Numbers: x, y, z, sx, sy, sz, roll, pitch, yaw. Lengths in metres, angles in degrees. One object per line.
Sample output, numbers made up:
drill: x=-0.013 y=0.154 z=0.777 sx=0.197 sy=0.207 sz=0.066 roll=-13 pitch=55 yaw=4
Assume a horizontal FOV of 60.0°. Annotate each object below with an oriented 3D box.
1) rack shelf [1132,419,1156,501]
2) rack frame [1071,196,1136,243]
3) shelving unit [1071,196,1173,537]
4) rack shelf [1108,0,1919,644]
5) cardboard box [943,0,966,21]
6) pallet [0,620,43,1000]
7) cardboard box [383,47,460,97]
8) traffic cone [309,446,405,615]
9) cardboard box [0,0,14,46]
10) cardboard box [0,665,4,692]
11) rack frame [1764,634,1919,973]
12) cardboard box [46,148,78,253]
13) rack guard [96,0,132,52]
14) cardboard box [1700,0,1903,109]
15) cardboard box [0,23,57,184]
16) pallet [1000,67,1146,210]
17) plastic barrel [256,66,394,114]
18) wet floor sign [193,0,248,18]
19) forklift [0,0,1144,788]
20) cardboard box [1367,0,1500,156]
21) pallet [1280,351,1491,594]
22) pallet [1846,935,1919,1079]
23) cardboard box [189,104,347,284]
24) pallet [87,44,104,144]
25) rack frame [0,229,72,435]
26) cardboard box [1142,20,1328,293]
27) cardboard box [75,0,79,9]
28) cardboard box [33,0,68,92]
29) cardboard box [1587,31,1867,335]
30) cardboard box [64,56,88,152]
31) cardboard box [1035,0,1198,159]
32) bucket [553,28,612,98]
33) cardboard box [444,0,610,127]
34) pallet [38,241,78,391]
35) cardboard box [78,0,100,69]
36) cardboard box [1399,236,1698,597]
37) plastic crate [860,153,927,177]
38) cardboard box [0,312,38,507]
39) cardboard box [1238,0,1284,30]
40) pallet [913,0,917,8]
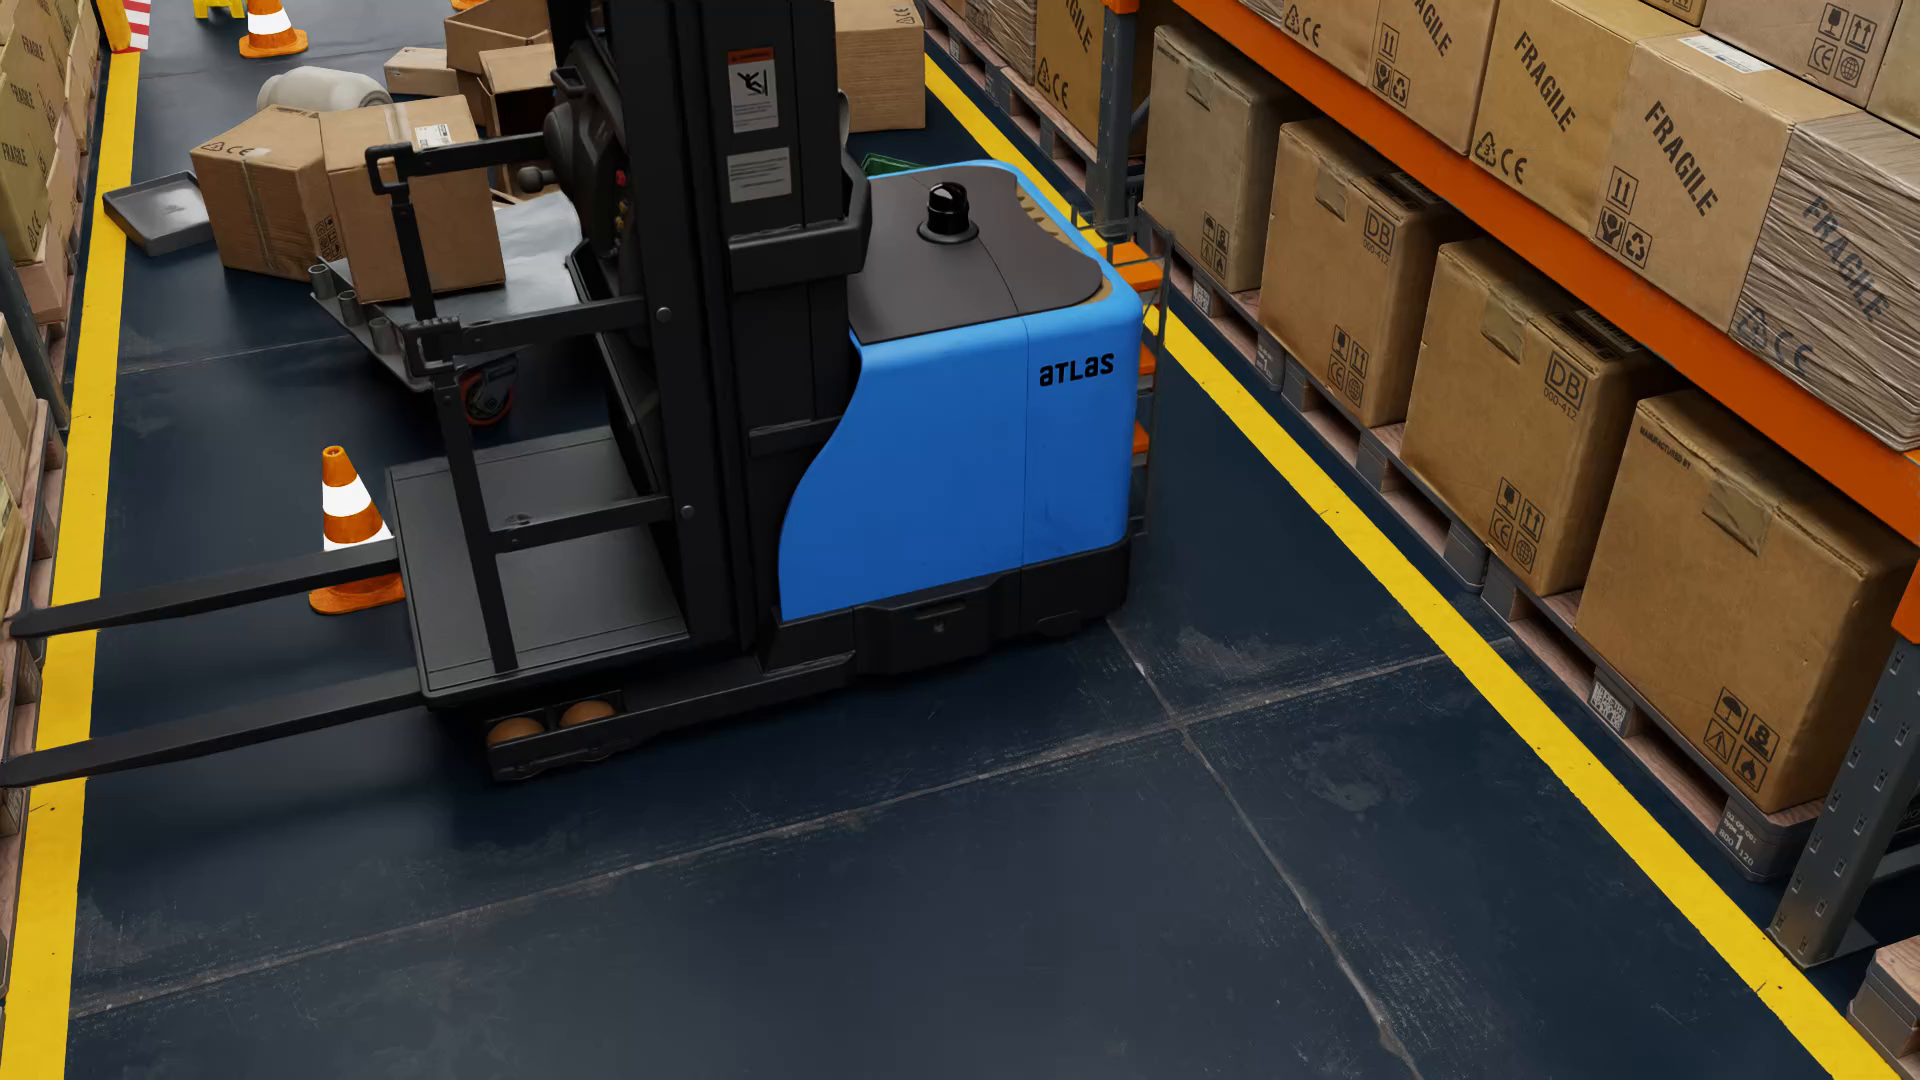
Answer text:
rack shelf: x=0.458 y=-0.258 z=5.199 sx=0.215 sy=0.259 sz=0.240 roll=-13 pitch=39 yaw=-16
rack frame: x=0.415 y=-0.557 z=5.116 sx=0.200 sy=1.050 sz=0.008 roll=-13 pitch=39 yaw=-16
shelving unit: x=0.458 y=-0.488 z=5.025 sx=0.215 sy=1.050 sz=0.252 roll=-13 pitch=39 yaw=-16
rack shelf: x=1.736 y=-1.165 z=4.901 sx=1.077 sy=0.370 sz=4.000 roll=-12 pitch=39 yaw=-16
cardboard box: x=0.272 y=-3.294 z=8.548 sx=0.875 sy=0.875 sz=0.875 roll=-13 pitch=39 yaw=-17
pallet: x=-2.872 y=0.744 z=4.087 sx=1.003 sy=0.211 sz=1.213 roll=-12 pitch=39 yaw=-16
cardboard box: x=-2.594 y=-2.299 z=8.178 sx=0.380 sy=0.149 sz=0.250 roll=6 pitch=37 yaw=8
traffic cone: x=-1.824 y=-0.076 z=4.966 sx=0.336 sy=0.463 sz=0.334 roll=-12 pitch=39 yaw=-16
cardboard box: x=-3.680 y=-1.890 z=6.040 sx=0.380 sy=0.149 sz=0.250 roll=-11 pitch=38 yaw=-14
cardboard box: x=-2.891 y=0.476 z=3.960 sx=0.950 sy=0.372 sz=0.625 roll=-11 pitch=38 yaw=-14
rack frame: x=2.424 y=-0.322 z=3.185 sx=1.000 sy=3.000 sz=0.127 roll=-12 pitch=39 yaw=-16
cardboard box: x=-3.709 y=-1.258 z=6.363 sx=0.500 sy=0.250 sz=0.500 roll=-10 pitch=38 yaw=-13
rack guard: x=-4.915 y=-2.718 z=8.443 sx=1.175 sy=0.500 sz=0.348 roll=-12 pitch=39 yaw=-16
cardboard box: x=2.104 y=-1.303 z=3.572 sx=0.700 sy=0.500 sz=0.500 roll=-13 pitch=39 yaw=-17
cardboard box: x=-3.710 y=-1.558 z=6.138 sx=0.500 sy=0.500 sz=0.500 roll=-11 pitch=38 yaw=-14
pallet: x=0.860 y=-1.914 z=7.615 sx=1.003 sy=0.211 sz=1.213 roll=-12 pitch=39 yaw=-16
plastic barrel: x=-2.809 y=-1.877 z=7.390 sx=0.512 sy=0.421 sz=0.421 roll=12 pitch=39 yaw=16
wet floor sign: x=-4.002 y=-3.148 z=8.893 sx=0.267 sy=0.644 sz=0.232 roll=0 pitch=37 yaw=0
forklift: x=-1.078 y=-0.895 z=4.003 sx=3.031 sy=2.935 sz=1.130 roll=-13 pitch=39 yaw=-16
cardboard box: x=1.495 y=-1.414 z=4.551 sx=0.500 sy=0.500 sz=0.500 roll=-12 pitch=39 yaw=-15
pallet: x=1.808 y=-0.357 z=5.549 sx=1.003 sy=0.211 sz=1.213 roll=-12 pitch=39 yaw=-16
pallet: x=2.692 y=1.233 z=3.437 sx=1.003 sy=0.211 sz=1.213 roll=-12 pitch=39 yaw=-16
cardboard box: x=-2.656 y=-1.389 z=6.677 sx=0.500 sy=0.500 sz=0.500 roll=12 pitch=39 yaw=16
pallet: x=-4.669 y=-2.137 z=7.911 sx=1.003 sy=0.211 sz=1.213 roll=-12 pitch=39 yaw=-16
rack frame: x=-3.565 y=-1.500 z=4.748 sx=1.000 sy=3.000 sz=0.127 roll=-12 pitch=39 yaw=-16
cardboard box: x=1.346 y=-1.519 z=6.294 sx=1.050 sy=0.750 sz=0.750 roll=-13 pitch=39 yaw=-16
cardboard box: x=-4.421 y=-2.730 z=7.694 sx=0.500 sy=0.500 sz=0.500 roll=-12 pitch=39 yaw=-16
cardboard box: x=-4.071 y=-2.149 z=6.923 sx=0.500 sy=0.500 sz=0.500 roll=-13 pitch=39 yaw=-17
cardboard box: x=1.847 y=-0.843 z=3.793 sx=0.500 sy=0.500 sz=0.500 roll=-12 pitch=39 yaw=-16
cardboard box: x=-4.055 y=-1.839 z=7.135 sx=0.500 sy=0.250 sz=0.500 roll=-14 pitch=39 yaw=-18
cardboard box: x=0.897 y=-2.271 z=7.188 sx=0.875 sy=0.875 sz=0.875 roll=-12 pitch=39 yaw=-15
bucket: x=-1.164 y=-1.481 z=6.180 sx=0.726 sy=0.611 sz=0.620 roll=0 pitch=47 yaw=0
cardboard box: x=-1.960 y=-2.294 z=7.878 sx=0.637 sy=0.503 sz=0.797 roll=19 pitch=41 yaw=23
pallet: x=-3.829 y=-0.758 z=6.081 sx=1.003 sy=0.211 sz=1.213 roll=-12 pitch=39 yaw=-16
cardboard box: x=-4.402 y=-2.414 z=7.899 sx=0.500 sy=0.250 sz=0.500 roll=-13 pitch=39 yaw=-16
cardboard box: x=1.995 y=-0.447 z=4.871 sx=1.050 sy=0.750 sz=0.750 roll=-12 pitch=39 yaw=-15
plastic crate: x=-0.242 y=-1.309 z=6.783 sx=0.450 sy=0.188 sz=0.662 roll=14 pitch=38 yaw=2
cardboard box: x=-3.382 y=-0.322 z=5.020 sx=0.950 sy=0.372 sz=0.625 roll=-12 pitch=39 yaw=-15
cardboard box: x=1.151 y=-1.984 z=5.308 sx=0.500 sy=0.500 sz=0.500 roll=-12 pitch=39 yaw=-16
pallet: x=0.020 y=-3.292 z=9.445 sx=1.003 sy=0.211 sz=1.213 roll=-12 pitch=39 yaw=-16
